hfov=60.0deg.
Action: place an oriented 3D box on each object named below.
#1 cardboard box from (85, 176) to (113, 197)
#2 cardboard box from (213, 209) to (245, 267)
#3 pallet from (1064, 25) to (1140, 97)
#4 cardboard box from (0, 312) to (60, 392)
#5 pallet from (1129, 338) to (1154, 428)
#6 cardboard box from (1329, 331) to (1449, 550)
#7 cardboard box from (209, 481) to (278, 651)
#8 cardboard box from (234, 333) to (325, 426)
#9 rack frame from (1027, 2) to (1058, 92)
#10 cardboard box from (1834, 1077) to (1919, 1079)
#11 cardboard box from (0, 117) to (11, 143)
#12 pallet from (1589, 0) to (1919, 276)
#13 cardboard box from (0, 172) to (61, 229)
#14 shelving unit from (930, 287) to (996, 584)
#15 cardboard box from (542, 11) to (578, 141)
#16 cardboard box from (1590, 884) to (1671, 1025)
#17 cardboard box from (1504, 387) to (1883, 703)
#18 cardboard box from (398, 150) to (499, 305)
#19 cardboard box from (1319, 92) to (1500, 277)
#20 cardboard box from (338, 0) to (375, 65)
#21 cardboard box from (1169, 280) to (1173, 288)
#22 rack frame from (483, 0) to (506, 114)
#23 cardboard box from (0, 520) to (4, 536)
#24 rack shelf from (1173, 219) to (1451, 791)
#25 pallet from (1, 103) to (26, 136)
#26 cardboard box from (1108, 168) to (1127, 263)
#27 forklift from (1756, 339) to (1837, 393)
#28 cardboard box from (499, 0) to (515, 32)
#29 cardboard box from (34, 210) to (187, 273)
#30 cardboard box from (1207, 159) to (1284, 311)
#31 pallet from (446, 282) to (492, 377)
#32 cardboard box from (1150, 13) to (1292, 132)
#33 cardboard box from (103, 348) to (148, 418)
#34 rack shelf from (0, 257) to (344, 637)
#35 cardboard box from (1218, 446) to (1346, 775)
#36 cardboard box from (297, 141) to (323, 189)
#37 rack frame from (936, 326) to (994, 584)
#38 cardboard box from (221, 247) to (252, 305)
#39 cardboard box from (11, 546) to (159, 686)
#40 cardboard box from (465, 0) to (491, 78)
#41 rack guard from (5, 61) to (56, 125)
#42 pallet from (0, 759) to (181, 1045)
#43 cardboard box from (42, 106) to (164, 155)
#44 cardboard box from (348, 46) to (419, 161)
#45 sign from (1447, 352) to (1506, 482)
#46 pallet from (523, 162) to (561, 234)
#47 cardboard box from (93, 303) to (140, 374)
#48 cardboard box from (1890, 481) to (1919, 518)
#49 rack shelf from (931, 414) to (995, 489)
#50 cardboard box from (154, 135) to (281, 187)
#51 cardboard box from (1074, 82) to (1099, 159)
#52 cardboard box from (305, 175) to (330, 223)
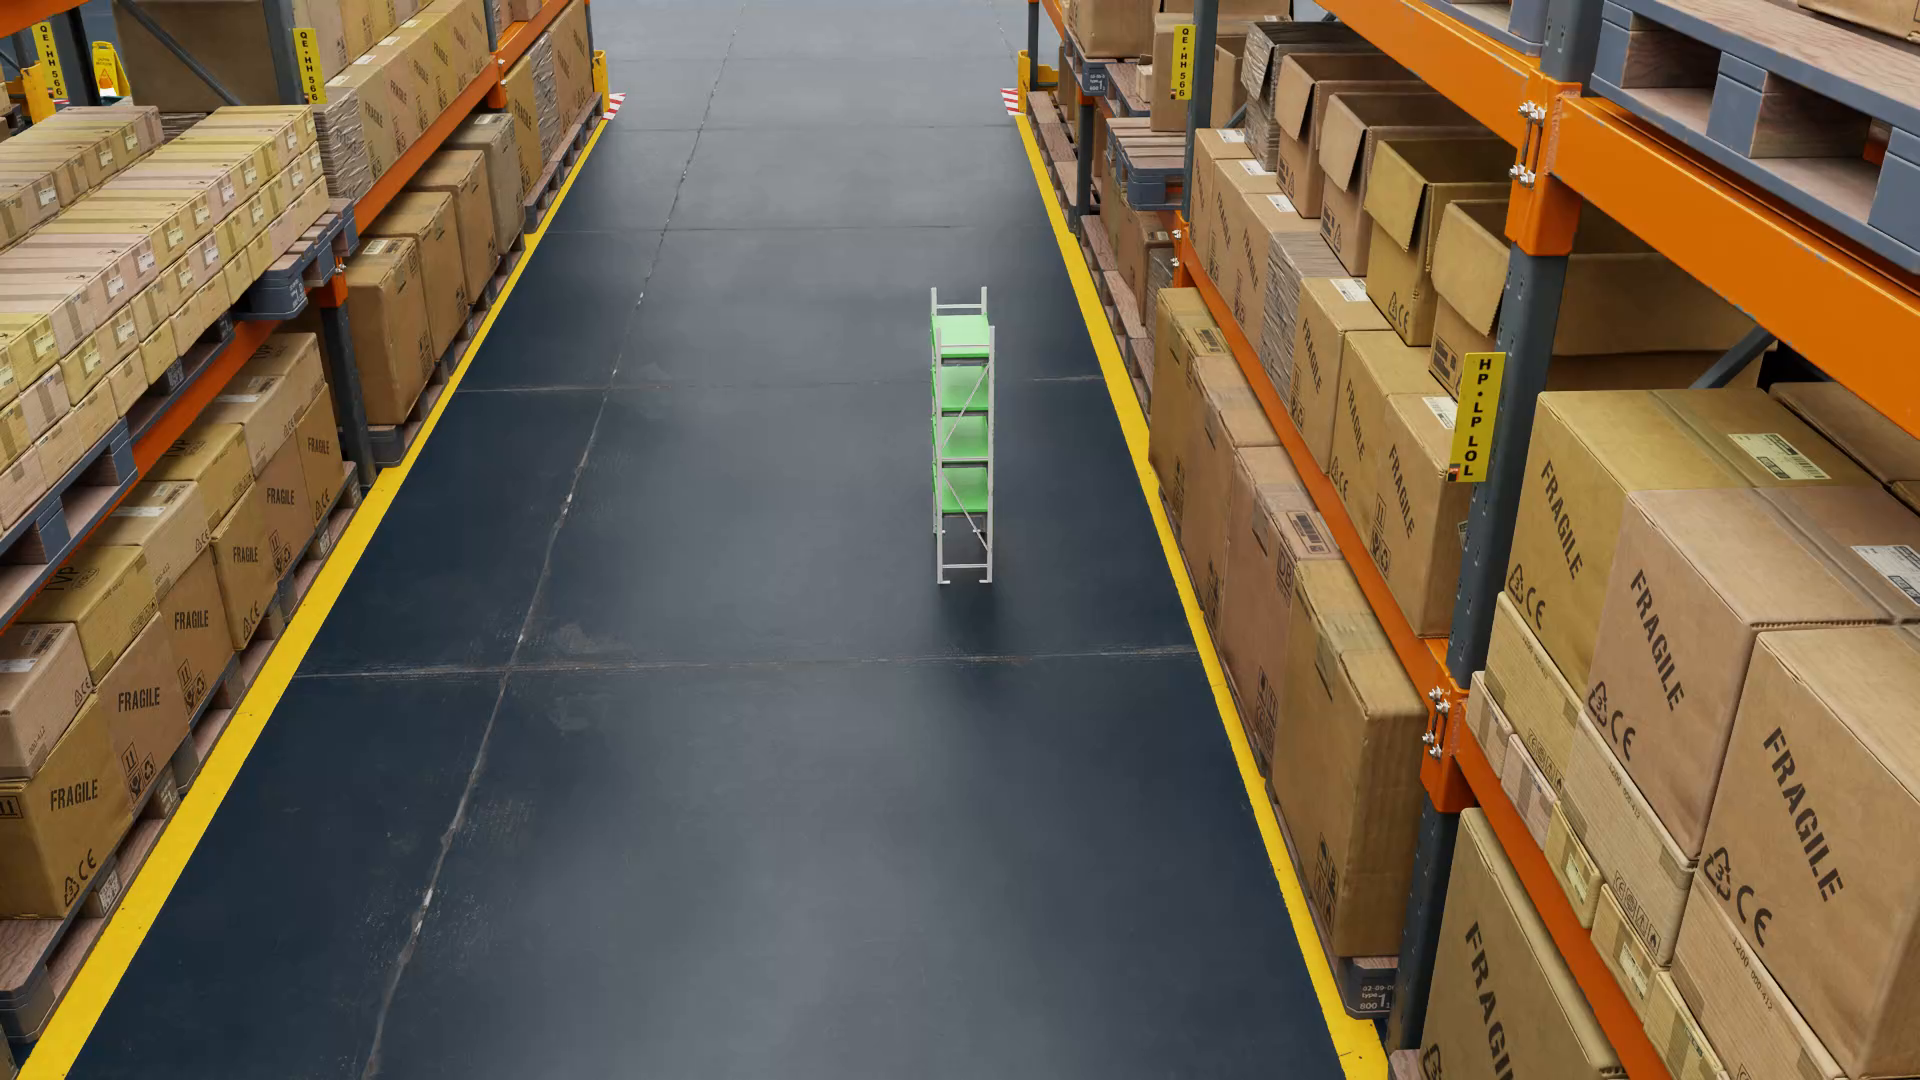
[{"bbox_3d":[-3.560,-1.328,6.548,0.380,0.149,0.250,-2,28,-4],"label":"cardboard box"},{"bbox_3d":[-2.882,-1.112,6.134,0.380,0.149,0.250,-2,28,-3],"label":"cardboard box"},{"bbox_3d":[1.226,-3.076,10.612,1.003,0.211,1.213,-1,28,-3],"label":"pallet"},{"bbox_3d":[-2.802,-0.529,4.695,0.380,0.149,0.250,-1,28,-2],"label":"cardboard box"},{"bbox_3d":[1.501,-0.795,9.046,1.003,0.211,1.213,-1,28,-3],"label":"pallet"},{"bbox_3d":[1.433,-0.306,4.984,0.500,0.500,0.500,-1,28,-1],"label":"cardboard box"},{"bbox_3d":[-3.055,0.106,6.552,0.500,0.500,0.500,-3,28,-5],"label":"cardboard box"},{"bbox_3d":[-3.121,-0.698,7.283,0.500,0.250,0.500,-2,28,-4],"label":"cardboard box"},{"bbox_3d":[1.123,-5.365,14.793,1.000,3.000,0.127,-1,28,-3],"label":"rack frame"},{"bbox_3d":[1.584,1.031,2.369,0.500,0.250,0.500,-1,28,-3],"label":"cardboard box"},{"bbox_3d":[-6.789,-2.563,11.304,0.500,0.500,0.500,-1,28,-3],"label":"cardboard box"},{"bbox_3d":[1.782,-0.736,2.769,1.003,0.211,1.213,-1,28,-3],"label":"pallet"},{"bbox_3d":[-3.533,-1.233,6.045,0.380,0.149,0.250,0,28,0],"label":"cardboard box"},{"bbox_3d":[0.009,-0.456,7.326,0.258,1.200,0.503,-1,28,-3],"label":"shelving unit"},{"bbox_3d":[-3.686,-3.818,13.670,0.875,0.875,0.875,-2,28,-3],"label":"cardboard box"},{"bbox_3d":[1.476,0.797,3.250,0.380,0.149,0.250,-2,28,-4],"label":"cardboard box"},{"bbox_3d":[1.519,0.006,3.524,0.500,0.500,0.500,-1,28,-3],"label":"cardboard box"},{"bbox_3d":[-3.458,-1.903,10.134,1.050,0.750,0.750,-1,28,-3],"label":"cardboard box"},{"bbox_3d":[1.635,-1.211,5.635,0.797,0.503,0.637,-1,28,-1],"label":"cardboard box"},{"bbox_3d":[-3.488,-2.763,8.615,0.700,0.500,0.500,-2,28,-3],"label":"cardboard box"},{"bbox_3d":[1.485,-1.066,8.778,0.700,0.500,0.500,-3,28,-5],"label":"cardboard box"},{"bbox_3d":[-3.627,-3.445,11.111,1.000,3.000,0.127,-1,28,-3],"label":"rack frame"},{"bbox_3d":[-2.770,-0.018,4.358,0.380,0.149,0.250,-3,28,-5],"label":"cardboard box"},{"bbox_3d":[1.645,-0.428,6.105,1.077,0.370,4.000,-1,28,-3],"label":"rack shelf"},{"bbox_3d":[-8.763,-3.478,14.191,1.003,0.211,1.213,-1,28,-3],"label":"pallet"},{"bbox_3d":[1.348,-2.100,10.759,0.700,0.500,0.500,-2,28,-3],"label":"cardboard box"},{"bbox_3d":[3.449,-0.944,6.390,1.130,2.935,3.031,-1,28,-1],"label":"forklift"},{"bbox_3d":[-3.709,-3.935,11.888,0.875,0.550,0.550,-1,28,-3],"label":"cardboard box"},{"bbox_3d":[-2.857,-1.003,5.604,0.380,0.149,0.250,-1,28,-1],"label":"cardboard box"},{"bbox_3d":[1.323,-1.246,6.787,0.500,0.500,0.500,-2,28,-4],"label":"cardboard box"},{"bbox_3d":[-3.445,-1.289,9.993,1.003,0.211,1.213,-1,28,-3],"label":"pallet"},{"bbox_3d":[1.343,-2.405,8.555,0.700,0.500,0.500,3,28,5],"label":"cardboard box"},{"bbox_3d":[-2.826,-0.495,5.273,0.380,0.149,0.250,-3,28,-5],"label":"cardboard box"},{"bbox_3d":[-3.314,-0.355,5.965,1.077,0.370,4.000,-1,28,-3],"label":"rack shelf"},{"bbox_3d":[1.648,0.225,5.919,1.225,0.875,0.875,-2,28,-4],"label":"cardboard box"},{"bbox_3d":[-2.938,-1.587,7.045,0.380,0.149,0.250,-1,28,-2],"label":"cardboard box"},{"bbox_3d":[0.021,-0.343,7.110,0.240,1.200,0.015,-1,28,-3],"label":"rack frame"},{"bbox_3d":[-2.883,-0.983,6.208,0.380,0.149,0.250,-3,28,-5],"label":"cardboard box"},{"bbox_3d":[-3.014,0.246,5.473,0.500,0.250,0.500,-1,28,-1],"label":"cardboard box"},{"bbox_3d":[-3.333,-3.254,10.638,0.500,0.500,0.500,-2,28,-3],"label":"cardboard box"},{"bbox_3d":[-8.770,-3.982,14.845,1.175,0.500,0.348,-1,28,-3],"label":"rack guard"},{"bbox_3d":[-3.251,1.127,5.361,1.003,0.211,1.213,-1,28,-3],"label":"pallet"},{"bbox_3d":[-3.587,-1.716,6.970,0.380,0.149,0.250,-1,28,-3],"label":"cardboard box"},{"bbox_3d":[-3.227,-2.323,8.853,0.500,0.500,0.500,-1,28,-3],"label":"cardboard box"},{"bbox_3d":[1.208,-0.284,3.884,0.100,0.325,0.005,-1,28,-3],"label":"sign"},{"bbox_3d":[-3.588,-2.561,12.433,1.003,0.211,1.213,-1,28,-3],"label":"pallet"},{"bbox_3d":[-2.830,-0.633,5.216,0.380,0.149,0.250,0,28,-1],"label":"cardboard box"},{"bbox_3d":[2.062,0.216,3.121,0.500,0.500,0.500,-1,28,-2],"label":"cardboard box"},{"bbox_3d":[0.009,-0.399,7.356,0.258,0.148,0.480,-1,28,-3],"label":"rack shelf"},{"bbox_3d":[-2.910,-1.484,6.525,0.380,0.149,0.250,-1,28,-1],"label":"cardboard box"},{"bbox_3d":[1.202,-3.330,13.141,0.500,0.500,0.500,-4,28,-7],"label":"cardboard box"},{"bbox_3d":[-2.933,-1.455,7.115,0.380,0.149,0.250,-1,28,-2],"label":"cardboard box"}]
